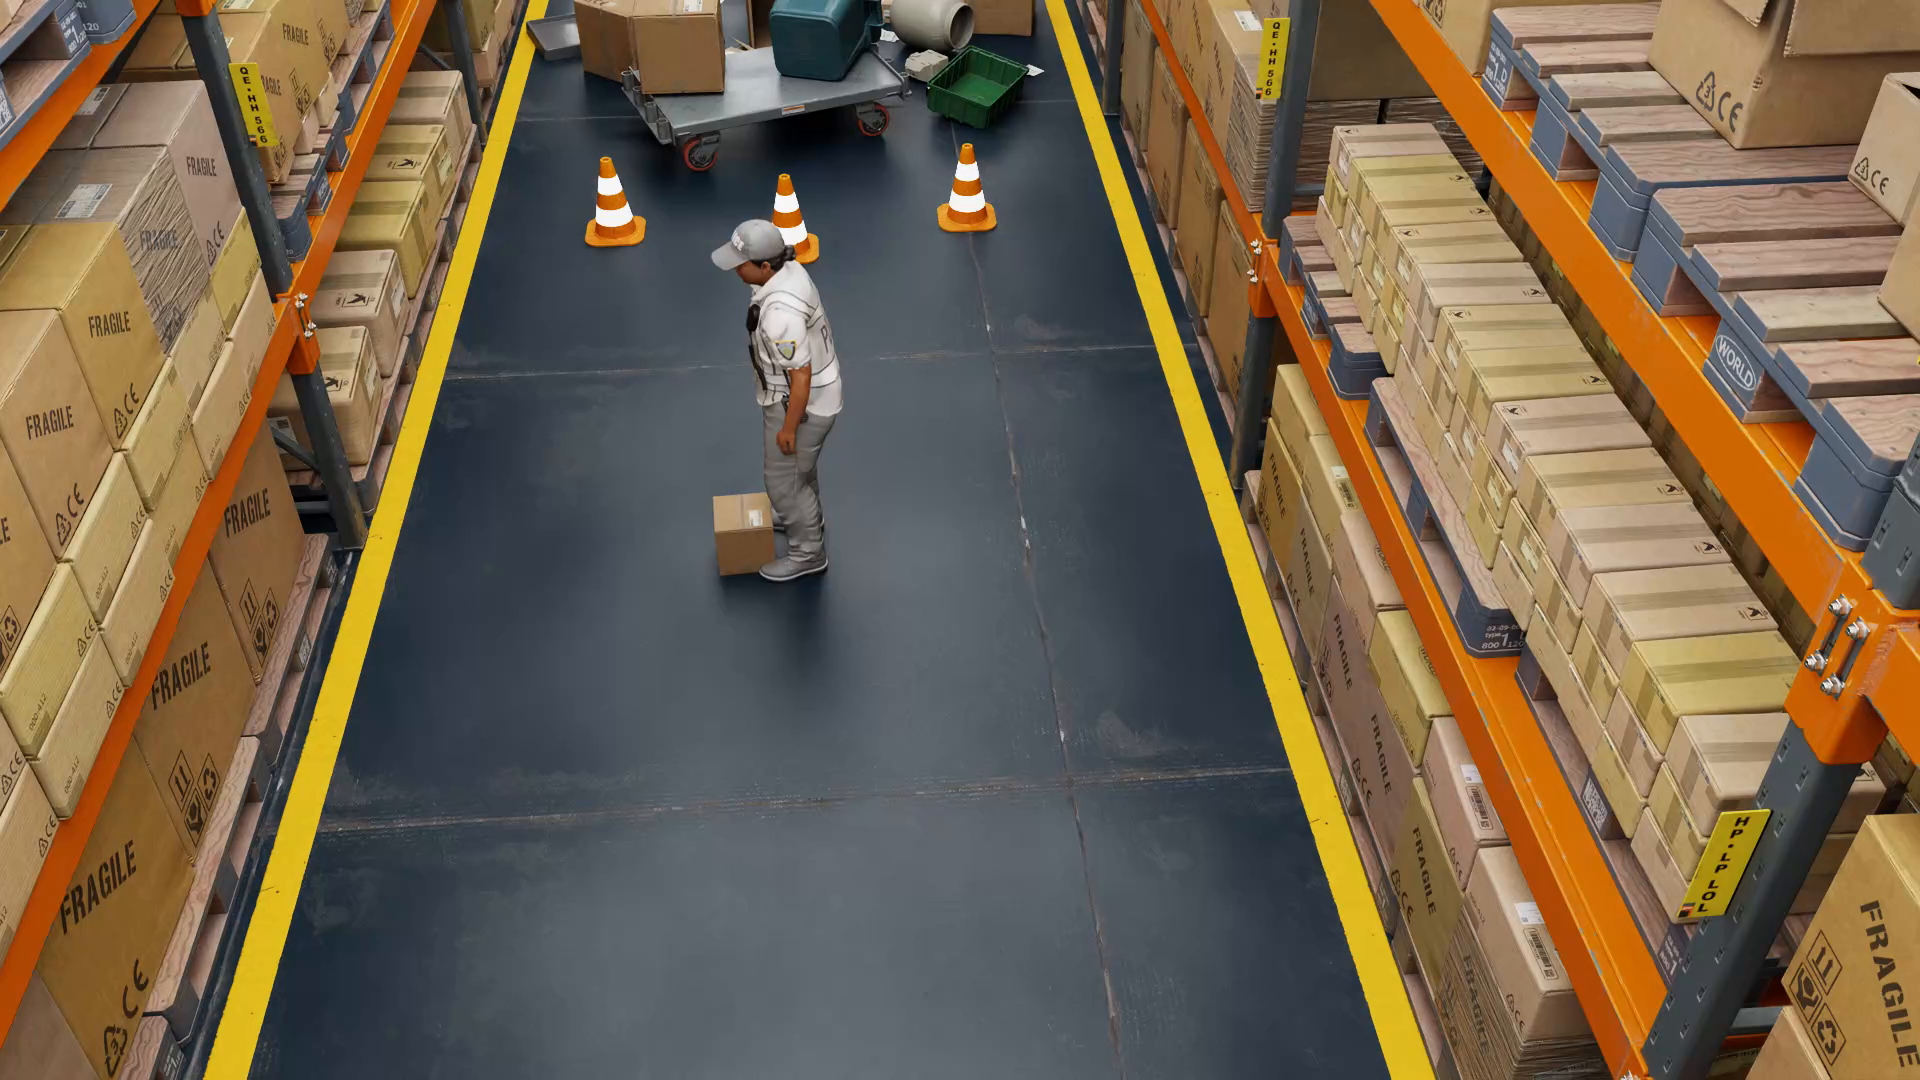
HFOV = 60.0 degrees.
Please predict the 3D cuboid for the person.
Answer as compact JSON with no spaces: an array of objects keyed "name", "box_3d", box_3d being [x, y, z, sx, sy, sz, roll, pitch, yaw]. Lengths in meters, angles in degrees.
[{"name":"person","box_3d":[5.469,-15.528,21.666,18.870,6.001,40.049,-5,40,-7]}]
